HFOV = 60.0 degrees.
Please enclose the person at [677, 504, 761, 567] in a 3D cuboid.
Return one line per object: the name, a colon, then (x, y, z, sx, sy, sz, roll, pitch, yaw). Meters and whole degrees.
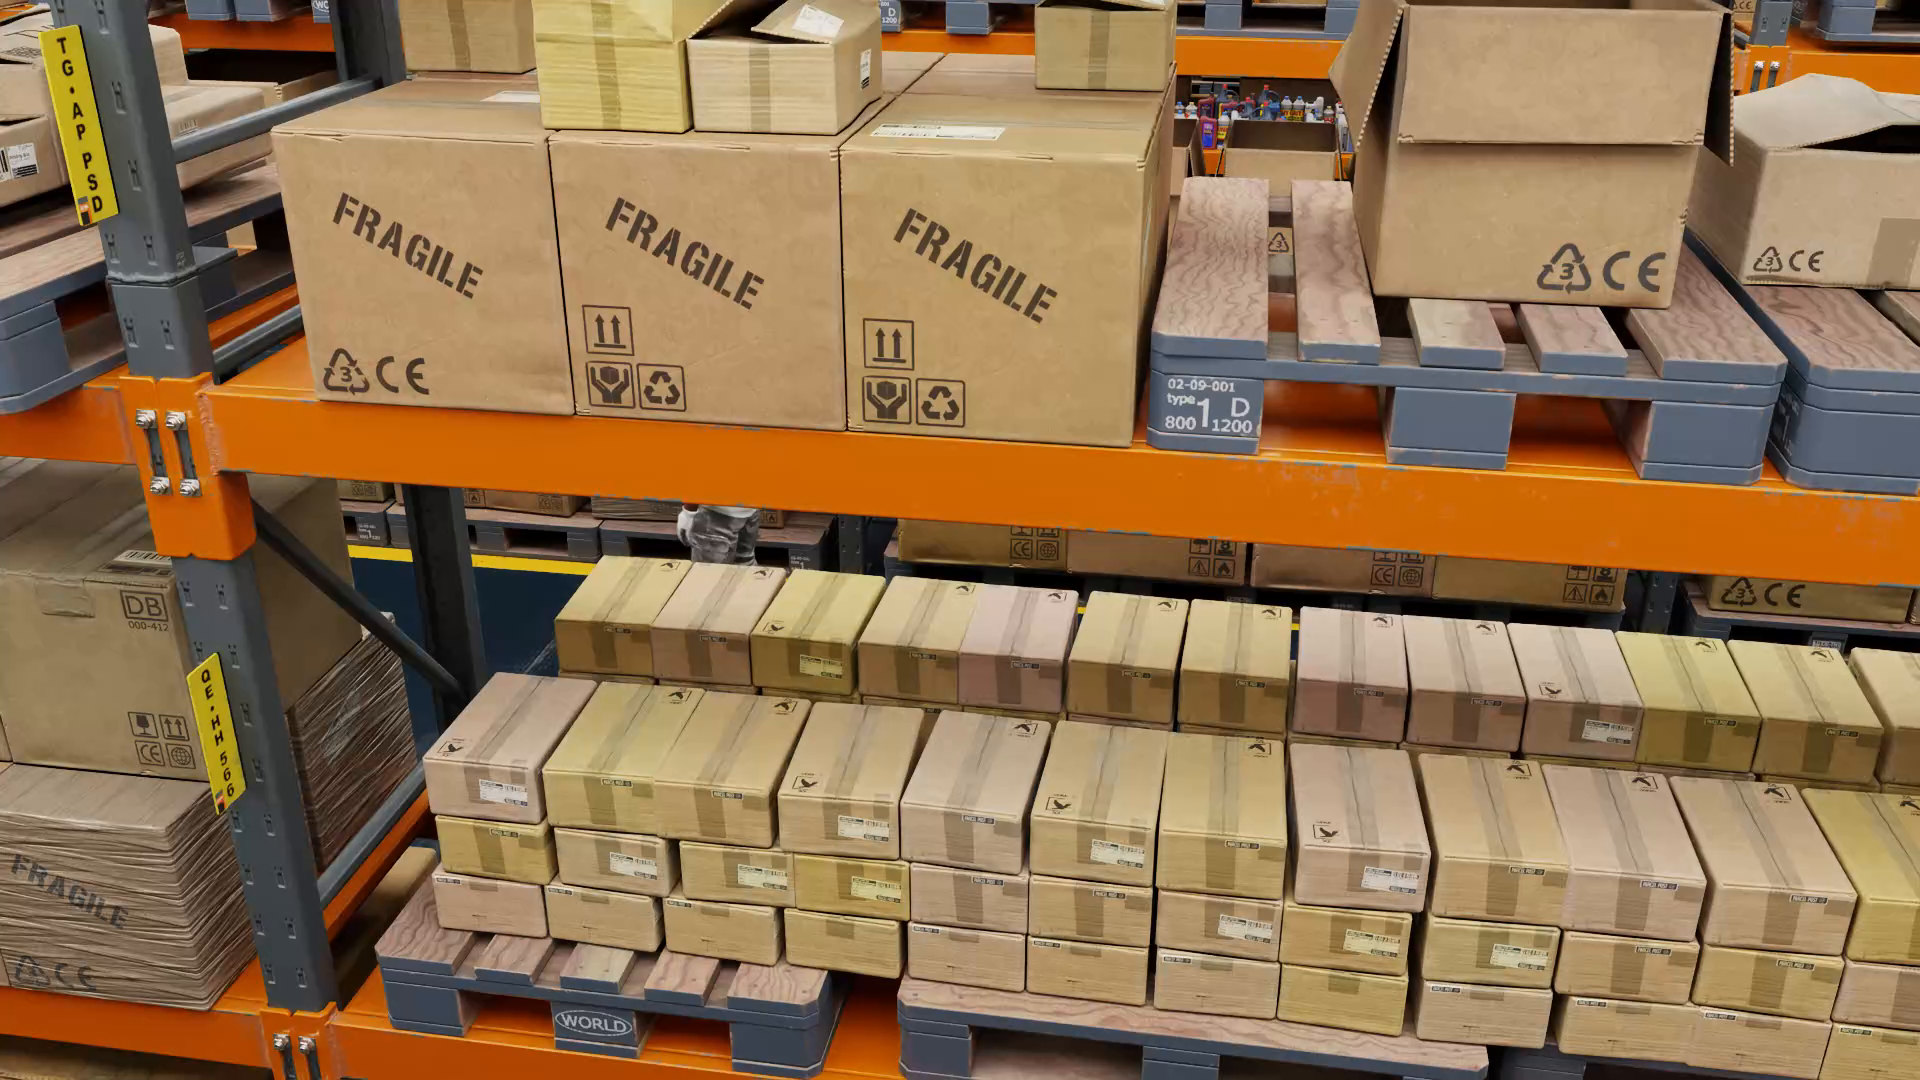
person: (-1.082, -0.204, 7.537, 0.446, 1.774, 0.618, 9, 26, 18)
